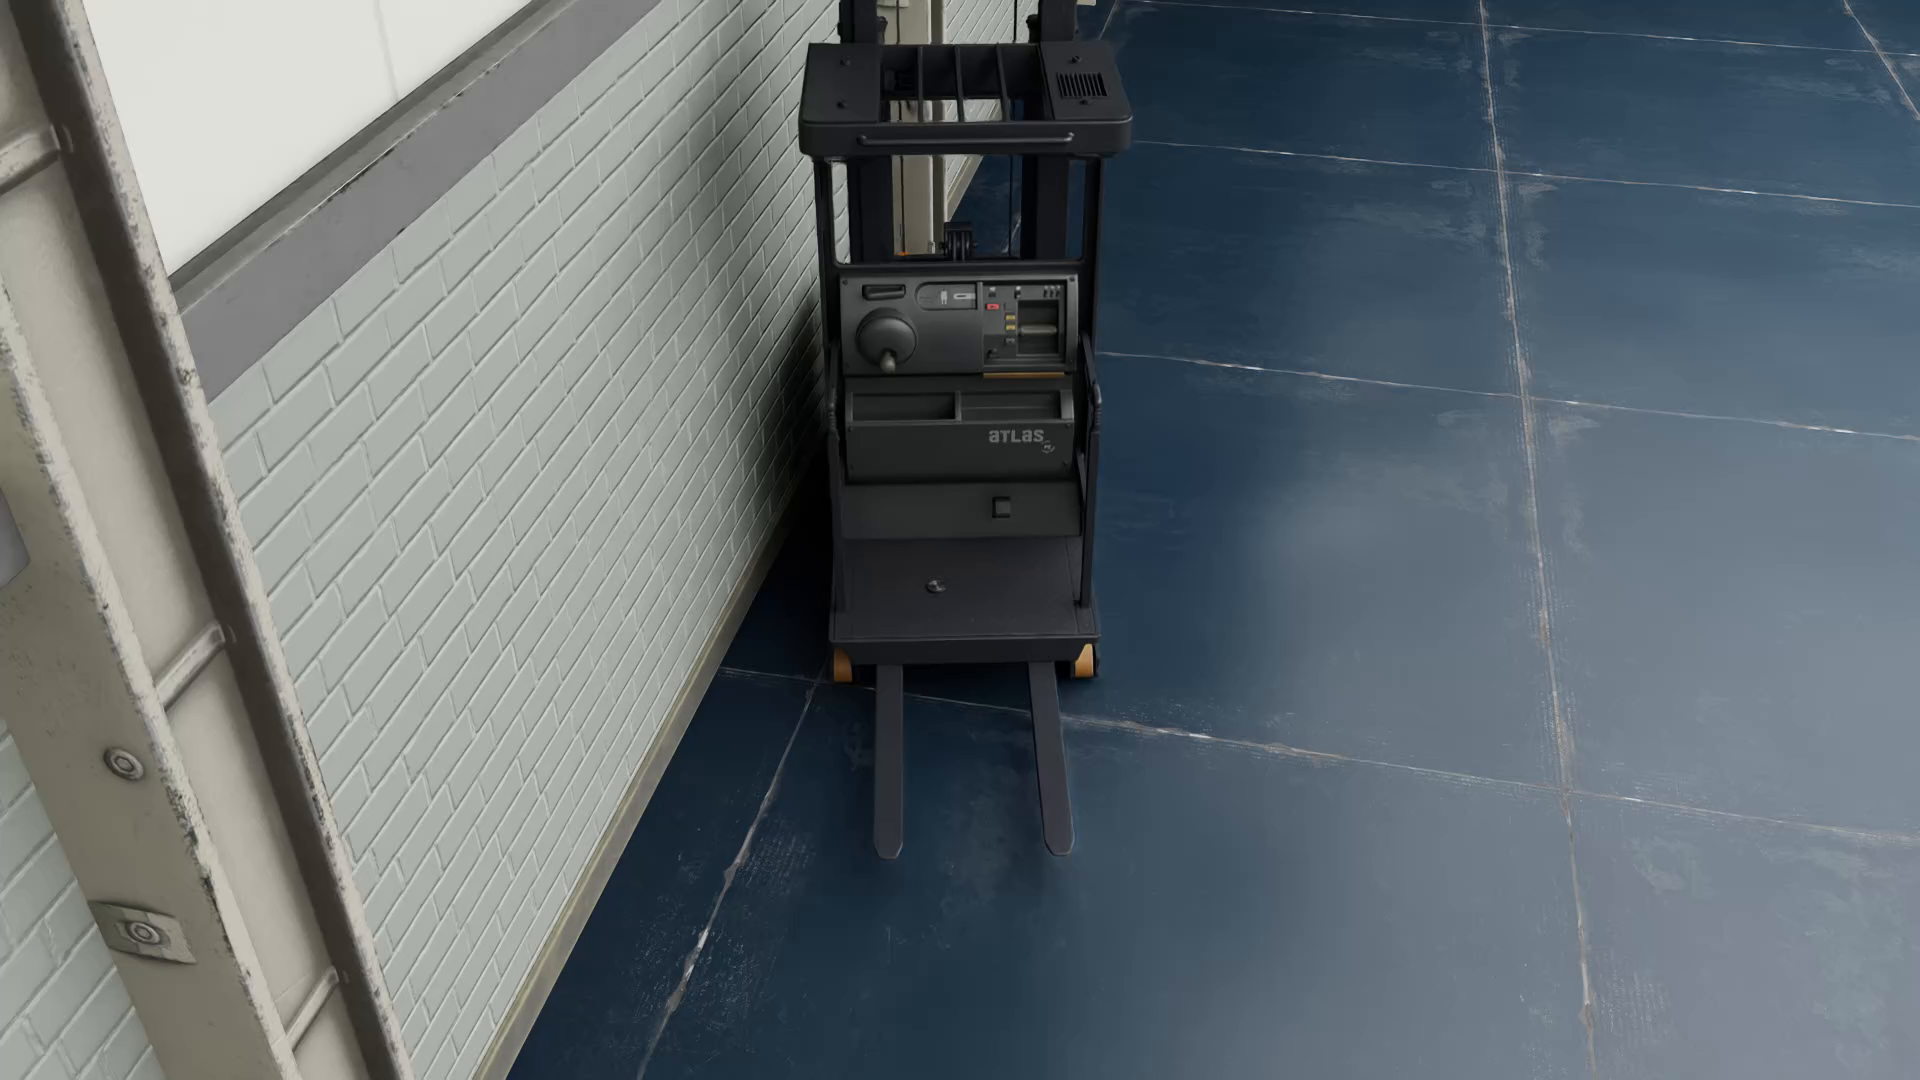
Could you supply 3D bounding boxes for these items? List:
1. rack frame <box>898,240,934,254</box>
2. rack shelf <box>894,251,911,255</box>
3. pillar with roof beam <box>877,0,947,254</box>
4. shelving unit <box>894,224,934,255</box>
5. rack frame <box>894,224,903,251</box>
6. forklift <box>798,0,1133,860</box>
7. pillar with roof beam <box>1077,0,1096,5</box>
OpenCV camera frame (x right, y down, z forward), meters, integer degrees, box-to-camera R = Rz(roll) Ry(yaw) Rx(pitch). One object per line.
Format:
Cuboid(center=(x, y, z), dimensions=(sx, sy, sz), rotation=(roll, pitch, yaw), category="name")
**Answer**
Cuboid(center=(-0.201, -0.964, 8.174), dimensions=(0.200, 1.050, 0.008), rotation=(-24, 41, -29), category="rack frame")
Cuboid(center=(-0.278, -1.243, 8.099), dimensions=(0.215, 0.259, 0.240), rotation=(-24, 41, -29), category="rack shelf")
Cuboid(center=(3.944, -4.275, 5.980), dimensions=(9.100, 9.000, 0.400), rotation=(7, 37, 10), category="pillar with roof beam")
Cuboid(center=(-0.274, -1.018, 8.255), dimensions=(0.215, 1.050, 0.252), rotation=(-24, 41, -29), category="shelving unit")
Cuboid(center=(-0.347, -1.073, 8.336), dimensions=(0.200, 1.050, 0.008), rotation=(-24, 41, -29), category="rack frame")
Cuboid(center=(0.006, -0.783, 6.333), dimensions=(1.130, 2.935, 3.031), rotation=(-1, 36, -1), category="forklift")
Cuboid(center=(5.225, -7.714, 10.726), dimensions=(9.100, 9.000, 0.400), rotation=(7, 37, 10), category="pillar with roof beam")
